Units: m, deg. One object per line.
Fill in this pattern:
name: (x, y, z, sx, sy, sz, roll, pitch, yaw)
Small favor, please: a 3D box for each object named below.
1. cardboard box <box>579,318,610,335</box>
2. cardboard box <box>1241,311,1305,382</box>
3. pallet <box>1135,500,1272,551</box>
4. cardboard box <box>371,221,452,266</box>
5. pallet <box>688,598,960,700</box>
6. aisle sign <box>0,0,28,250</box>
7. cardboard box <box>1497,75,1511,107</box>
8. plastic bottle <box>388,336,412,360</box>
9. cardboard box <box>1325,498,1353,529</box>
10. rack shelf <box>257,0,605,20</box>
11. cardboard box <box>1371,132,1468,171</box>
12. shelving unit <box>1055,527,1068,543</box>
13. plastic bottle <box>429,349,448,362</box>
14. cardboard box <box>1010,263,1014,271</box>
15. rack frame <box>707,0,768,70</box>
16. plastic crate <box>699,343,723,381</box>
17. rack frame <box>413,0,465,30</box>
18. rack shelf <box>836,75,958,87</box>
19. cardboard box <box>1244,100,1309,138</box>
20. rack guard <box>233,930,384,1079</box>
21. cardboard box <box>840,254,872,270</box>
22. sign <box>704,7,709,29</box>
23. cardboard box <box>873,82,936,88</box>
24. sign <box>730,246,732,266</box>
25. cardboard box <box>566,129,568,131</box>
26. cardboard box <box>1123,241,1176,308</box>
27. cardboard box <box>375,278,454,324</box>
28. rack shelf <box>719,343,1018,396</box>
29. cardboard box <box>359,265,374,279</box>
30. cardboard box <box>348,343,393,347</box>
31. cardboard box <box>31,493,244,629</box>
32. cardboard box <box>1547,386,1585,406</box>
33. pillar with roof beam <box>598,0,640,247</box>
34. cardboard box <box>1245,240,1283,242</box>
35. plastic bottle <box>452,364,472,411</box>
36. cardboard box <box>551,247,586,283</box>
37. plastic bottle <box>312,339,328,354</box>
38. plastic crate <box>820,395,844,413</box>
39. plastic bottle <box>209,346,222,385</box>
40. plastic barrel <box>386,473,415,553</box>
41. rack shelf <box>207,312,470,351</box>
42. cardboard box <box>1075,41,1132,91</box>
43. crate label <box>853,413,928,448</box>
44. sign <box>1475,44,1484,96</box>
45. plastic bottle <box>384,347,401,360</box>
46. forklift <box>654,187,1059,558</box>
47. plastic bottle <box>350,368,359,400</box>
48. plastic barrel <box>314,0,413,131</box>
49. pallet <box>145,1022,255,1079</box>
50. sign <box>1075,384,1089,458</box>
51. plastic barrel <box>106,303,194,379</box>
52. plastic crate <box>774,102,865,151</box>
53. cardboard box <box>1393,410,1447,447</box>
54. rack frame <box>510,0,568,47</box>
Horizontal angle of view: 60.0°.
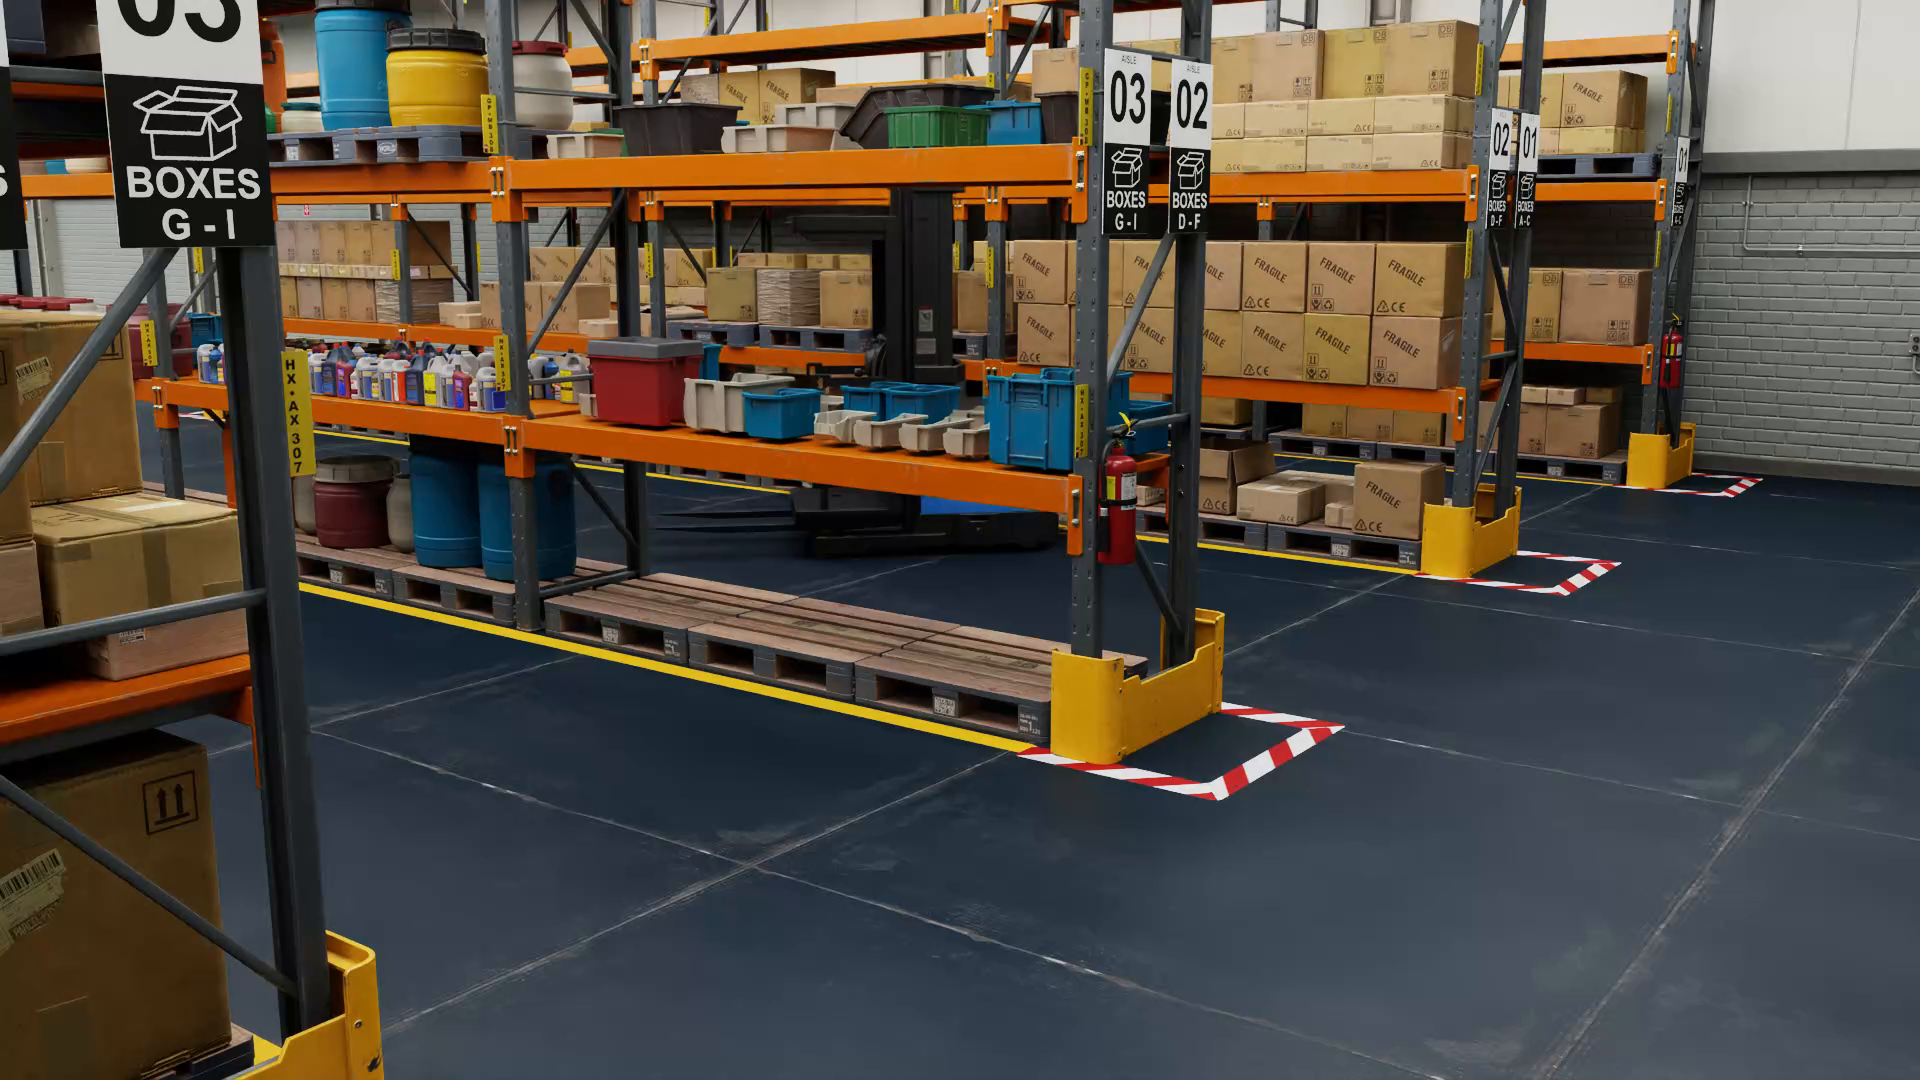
cardboard box: (-3.716, -2.208, 17.206, 0.250, 0.149, 0.380, 9, 14, 40)
cardboard box: (2.452, -1.469, 12.465, 0.500, 0.500, 0.500, 8, 14, 36)
pallet: (2.110, -0.163, 13.317, 1.213, 0.211, 1.003, 8, 13, 36)
cardboard box: (-6.240, -3.381, 18.930, 0.500, 0.500, 0.700, 8, 14, 36)
pallet: (-0.762, 0.594, 9.403, 1.213, 0.211, 1.003, 8, 13, 36)
aisle sign: (-2.193, -1.003, 3.473, 0.004, 0.787, 0.394, 8, 13, 36)
cardboard box: (5.149, -4.234, 16.172, 0.500, 0.500, 0.500, 7, 13, 33)
plastic bottle: (-3.986, -1.281, 11.885, 0.185, 0.351, 0.144, 8, 13, 36)
cardboard box: (2.936, -0.205, 12.491, 0.250, 0.166, 0.380, 8, 13, 36)
rack shelf: (-3.977, -3.609, 10.942, 4.000, 0.370, 1.077, 8, 13, 36)
cardboard box: (3.223, -2.713, 11.655, 0.500, 0.250, 0.500, 8, 13, 36)
shelving unit: (0.835, -0.519, 12.930, 0.215, 1.050, 0.252, 0, 11, -9)
plastic bottle: (-3.364, -1.061, 10.745, 0.185, 0.351, 0.144, 8, 13, 36)
cardboard box: (0.931, -3.006, 19.571, 0.500, 0.500, 0.500, 9, 14, 37)
rack frame: (-2.949, -6.350, 22.162, 0.127, 3.000, 1.000, 8, 13, 36)
plastic crate: (-1.787, -1.010, 10.238, 0.575, 0.384, 0.392, 8, 13, 36)
rack frame: (-5.878, -5.591, 18.240, 0.127, 3.000, 1.000, 8, 13, 36)
rack shelf: (-1.337, -5.576, 21.106, 4.000, 0.370, 1.077, 8, 13, 36)
cardboard box: (2.425, -3.073, 12.199, 0.500, 0.250, 0.500, 8, 13, 36)
rack guard: (-2.054, 1.449, 4.223, 0.348, 0.500, 1.175, 8, 13, 36)
cardboard box: (-1.127, -3.408, 21.328, 0.500, 0.500, 0.700, 8, 13, 36)
sign: (-3.285, -6.767, 21.647, 0.005, 0.325, 0.100, 8, 13, 36)
cardboard box: (-0.345, -3.663, 14.538, 0.600, 0.600, 0.600, 8, 13, 35)
sign: (-2.341, -2.810, 16.818, 0.005, 0.325, 0.100, 8, 13, 36)
cardboard box: (-5.632, -5.732, 23.918, 0.500, 0.500, 0.500, 8, 13, 35)
cardboard box: (1.613, -2.075, 12.961, 0.500, 0.500, 0.500, 7, 13, 34)
cardboard box: (-6.240, -2.744, 19.053, 0.500, 0.500, 0.700, 8, 13, 34)
rack shelf: (-1.042, -1.618, 15.391, 4.000, 0.370, 1.077, 8, 13, 36)
cardboard box: (-6.635, -3.069, 19.023, 0.250, 0.149, 0.380, 7, 13, 34)
cardboard box: (-7.277, -2.139, 20.347, 0.500, 0.500, 0.500, 8, 13, 36)
cardboard box: (-2.300, 0.052, 4.478, 0.500, 0.250, 0.500, 8, 13, 34)
cardboard box: (5.888, -1.403, 16.152, 0.250, 0.149, 0.380, 8, 13, 35)
pillar with roof beam: (-7.645, -6.195, 21.358, 0.400, 9.000, 9.100, 8, 13, 36)
cardboard box: (2.356, -2.099, 13.085, 0.500, 0.500, 0.500, 8, 13, 35)
plastic bottle: (-3.088, -0.945, 10.326, 0.133, 0.283, 0.061, 8, 13, 36)
cardboard box: (-5.574, -4.002, 24.187, 0.500, 0.500, 0.500, 8, 14, 36)
plastic bottle: (-4.825, -1.375, 12.547, 0.133, 0.283, 0.061, 8, 13, 36)
plastic crate: (-0.784, -0.739, 9.488, 0.466, 0.136, 0.293, 8, 13, 36)
plastic bottle: (-5.355, -1.260, 11.984, 0.097, 0.271, 0.097, 0, 11, 0)
plastic barrel: (-3.767, -0.194, 11.580, 0.421, 0.512, 0.421, 0, 11, 0)
rack shelf: (-7.490, -2.518, 20.040, 4.000, 0.370, 1.077, 8, 13, 36)
cardboard box: (1.303, -3.633, 13.116, 0.500, 0.500, 0.700, 8, 13, 36)
crate label: (-0.370, -0.565, 8.591, 0.243, 0.136, 0.396, 8, 13, 36)
sign: (3.449, -3.122, 11.040, 0.005, 0.325, 0.100, 8, 13, 36)
plastic bottle: (-4.026, -1.230, 11.796, 0.133, 0.283, 0.061, 8, 13, 36)
forklift: (-0.811, -1.411, 12.604, 3.031, 2.935, 1.130, -2, 11, -8)
plastic bottle: (-3.980, -1.034, 10.999, 0.097, 0.201, 0.097, 0, 11, 0)
plastic barrel: (-3.832, -3.082, 10.741, 0.708, 0.901, 0.600, 8, 13, 36)
pallet: (-2.764, 1.510, 4.667, 1.213, 0.211, 1.003, 8, 13, 36)
sign: (0.546, -0.533, 7.458, 0.005, 0.325, 0.100, 8, 13, 36)
plastic barrel: (-6.143, -1.511, 12.585, 0.708, 0.536, 0.600, 8, 13, 36)
plastic crate: (-0.745, -2.250, 9.177, 0.530, 0.282, 0.437, 8, 13, 36)
cardboard box: (4.856, -1.270, 17.170, 0.500, 0.500, 0.700, 8, 14, 37)
rack frame: (-6.173, -6.800, 24.487, 0.127, 3.000, 1.000, 8, 13, 36)
